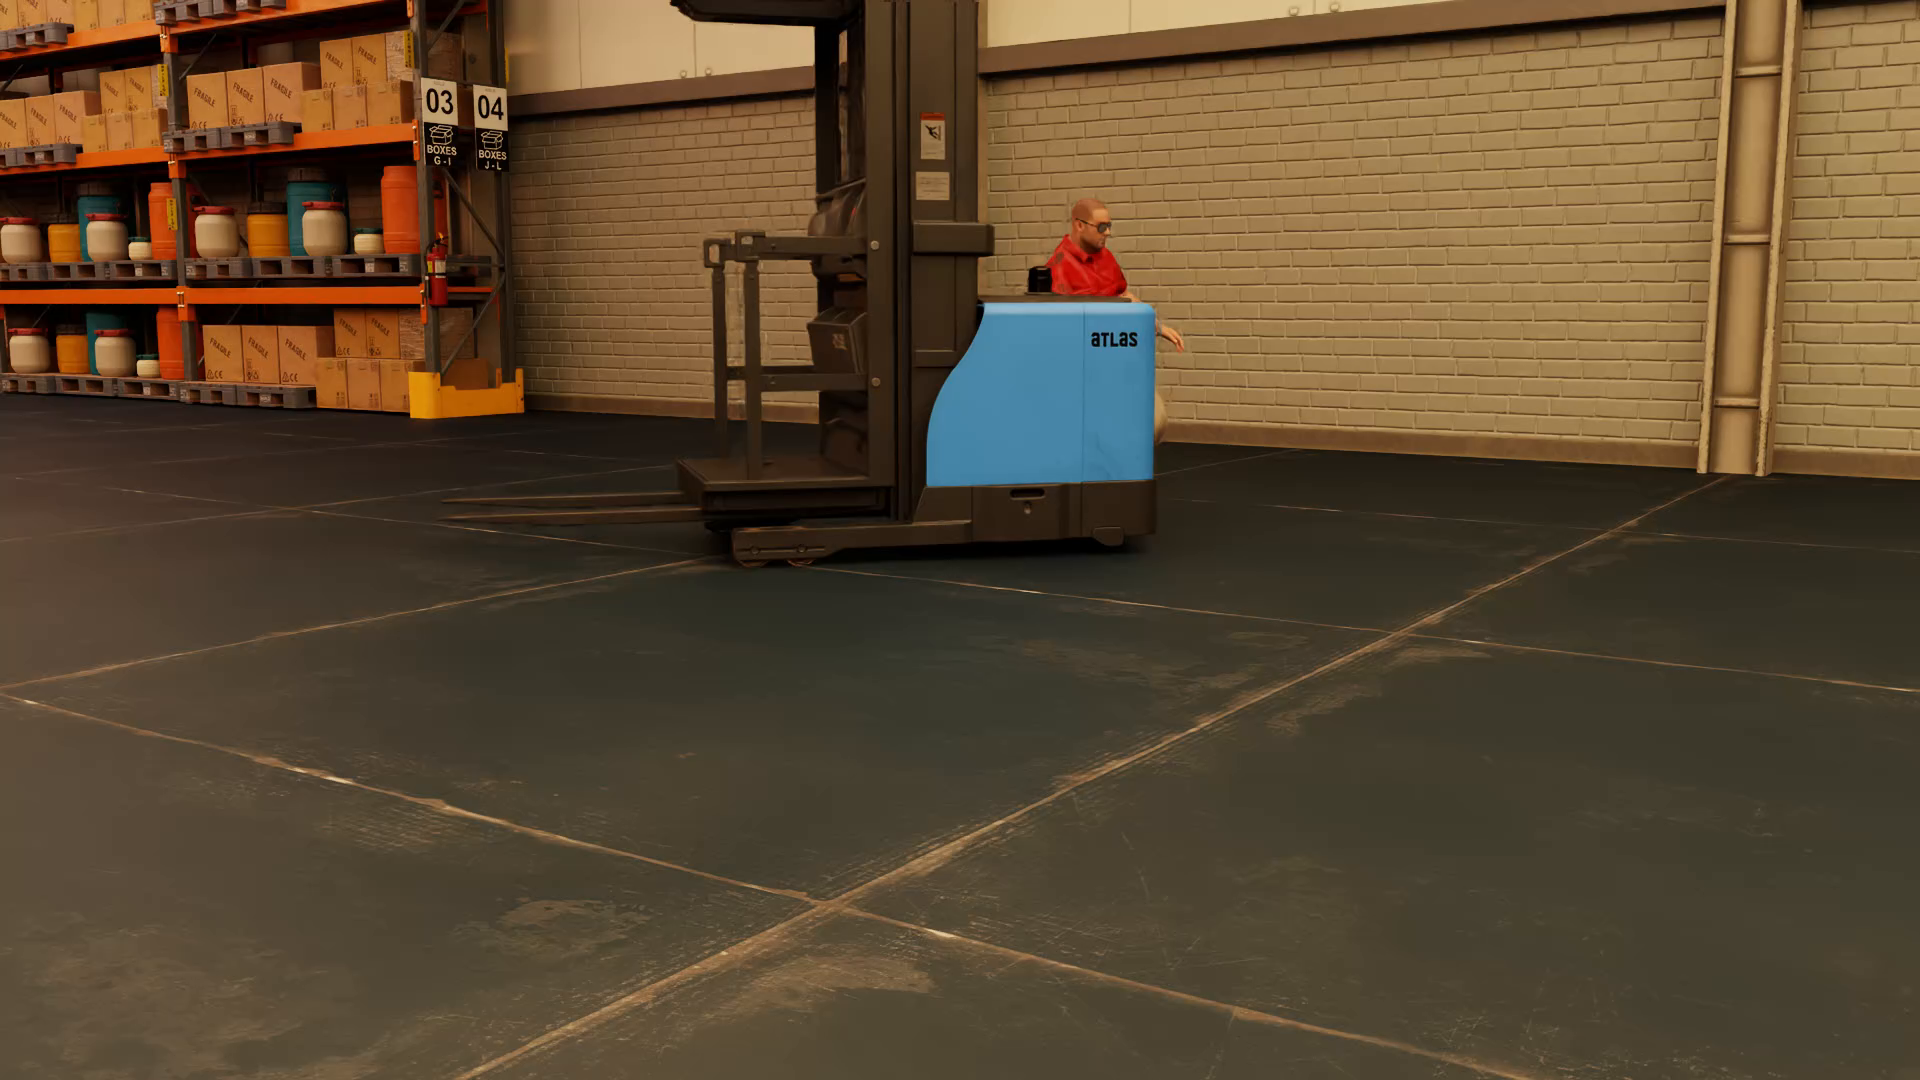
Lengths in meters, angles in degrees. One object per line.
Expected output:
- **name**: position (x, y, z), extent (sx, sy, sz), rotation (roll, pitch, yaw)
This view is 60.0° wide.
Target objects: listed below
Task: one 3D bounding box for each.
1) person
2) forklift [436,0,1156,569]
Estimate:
- **person**: position (0.763, -0.889, 8.293), extent (0.635, 1.608, 0.791), rotation (6, 10, 38)
- **forklift**: position (-0.715, -1.417, 7.157), extent (3.031, 2.935, 1.130), rotation (-2, 8, -16)
